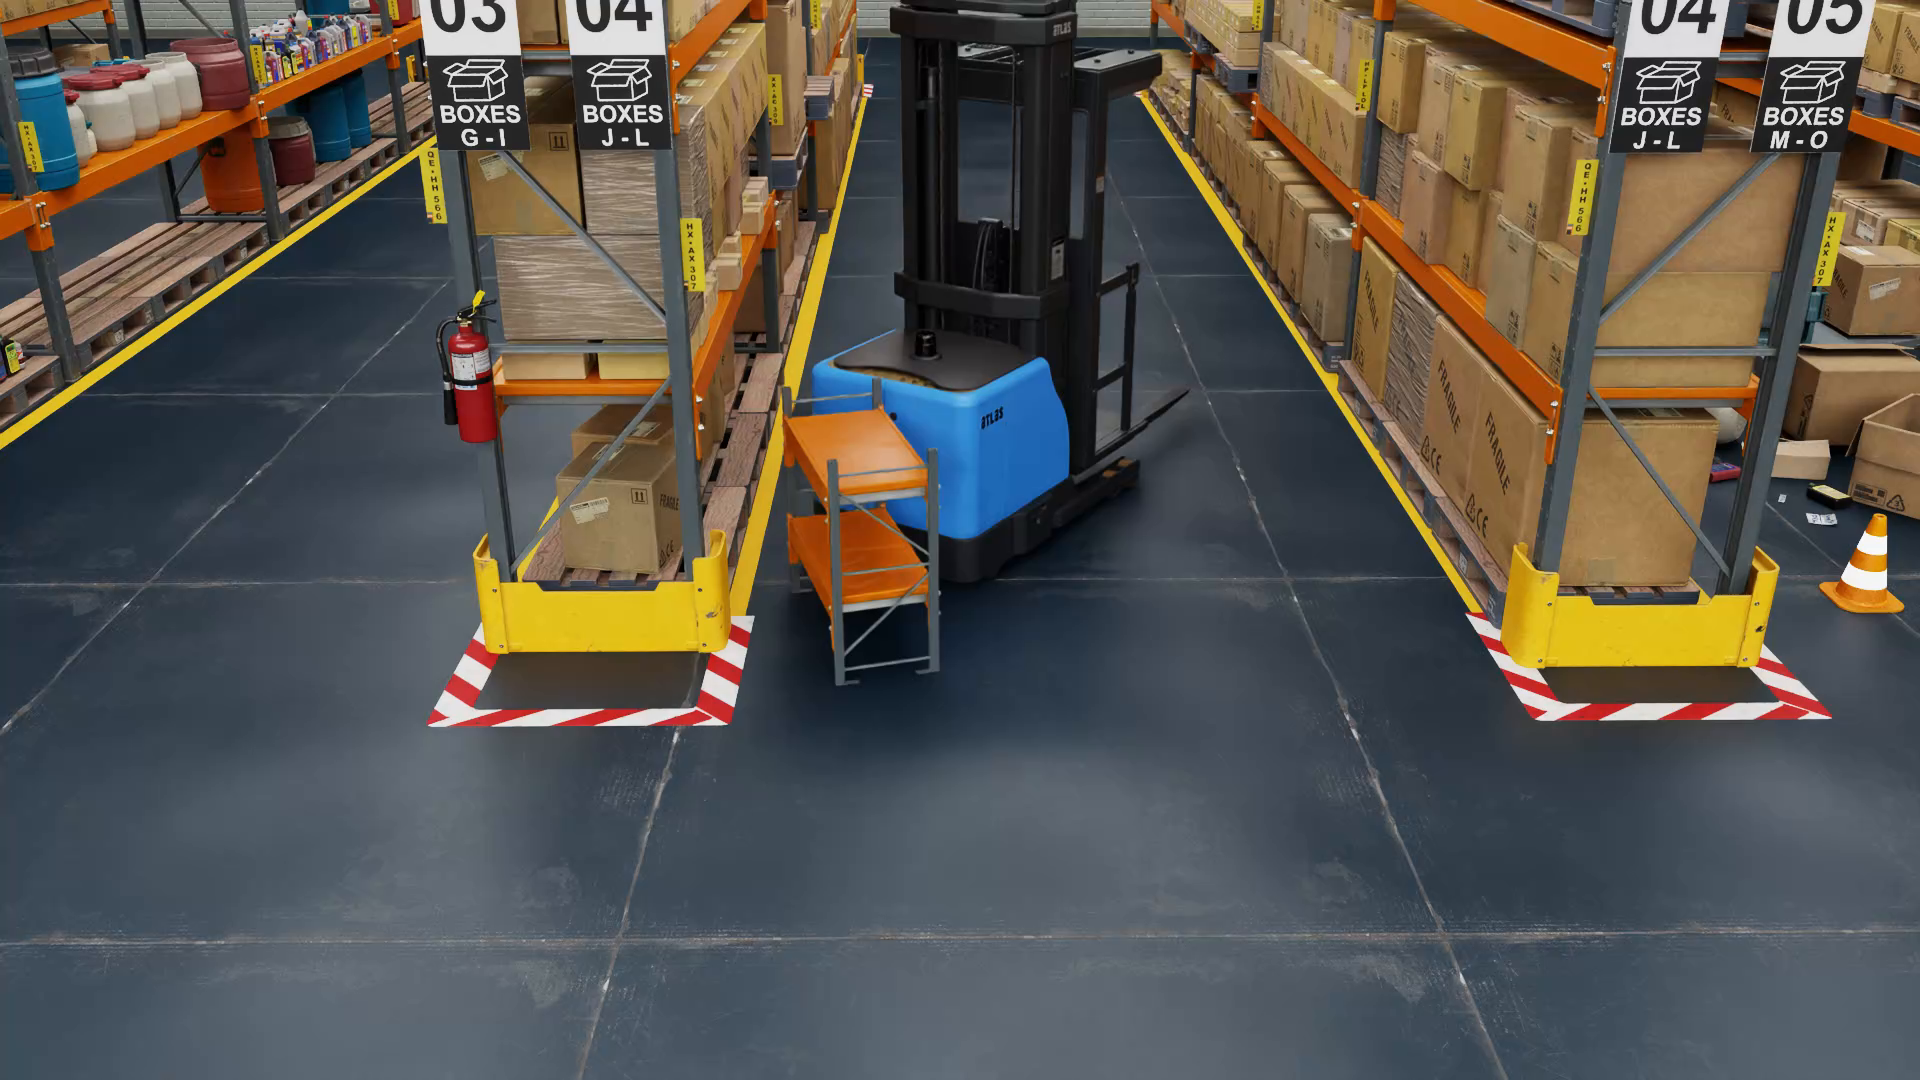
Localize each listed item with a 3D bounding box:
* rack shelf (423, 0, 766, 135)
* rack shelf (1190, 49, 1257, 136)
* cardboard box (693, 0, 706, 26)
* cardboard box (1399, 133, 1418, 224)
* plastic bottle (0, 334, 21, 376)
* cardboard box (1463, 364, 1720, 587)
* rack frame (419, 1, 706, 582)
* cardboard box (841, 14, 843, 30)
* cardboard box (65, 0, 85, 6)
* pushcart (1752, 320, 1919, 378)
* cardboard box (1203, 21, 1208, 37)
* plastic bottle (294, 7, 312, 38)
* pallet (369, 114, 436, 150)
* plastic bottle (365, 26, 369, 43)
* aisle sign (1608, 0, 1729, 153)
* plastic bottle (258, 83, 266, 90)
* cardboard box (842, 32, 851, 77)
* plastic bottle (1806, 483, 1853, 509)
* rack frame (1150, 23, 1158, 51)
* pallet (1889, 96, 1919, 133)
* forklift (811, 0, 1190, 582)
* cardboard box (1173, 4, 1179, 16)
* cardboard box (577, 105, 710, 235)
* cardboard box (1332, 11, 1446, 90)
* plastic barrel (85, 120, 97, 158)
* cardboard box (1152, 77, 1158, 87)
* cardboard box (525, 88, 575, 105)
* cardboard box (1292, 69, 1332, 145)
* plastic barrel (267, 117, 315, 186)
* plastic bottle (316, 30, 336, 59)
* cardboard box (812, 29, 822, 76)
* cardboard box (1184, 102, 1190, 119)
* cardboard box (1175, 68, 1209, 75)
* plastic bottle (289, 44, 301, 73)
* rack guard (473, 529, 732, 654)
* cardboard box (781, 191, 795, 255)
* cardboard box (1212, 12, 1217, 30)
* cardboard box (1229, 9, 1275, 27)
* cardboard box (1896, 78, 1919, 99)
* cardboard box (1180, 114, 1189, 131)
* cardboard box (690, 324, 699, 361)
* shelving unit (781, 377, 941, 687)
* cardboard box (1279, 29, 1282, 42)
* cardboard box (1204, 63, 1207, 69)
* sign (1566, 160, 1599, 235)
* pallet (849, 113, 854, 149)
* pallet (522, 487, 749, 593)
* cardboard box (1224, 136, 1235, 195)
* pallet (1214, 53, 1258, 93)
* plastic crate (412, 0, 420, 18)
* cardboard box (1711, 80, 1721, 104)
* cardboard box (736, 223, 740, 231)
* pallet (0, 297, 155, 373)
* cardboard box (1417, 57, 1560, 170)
[{"bbox_3d":[-1.746,-2.723,8.864,1.077,0.370,4.000,0,24,-1],"label":"rack shelf"},{"bbox_3d":[3.127,-4.634,16.728,1.077,0.370,4.000,0,24,-1],"label":"rack shelf"},{"bbox_3d":[-1.483,-2.571,7.836,0.500,0.250,0.500,-1,24,-2],"label":"cardboard box"},{"bbox_3d":[3.237,-2.179,10.246,0.875,0.550,0.550,0,24,-1],"label":"cardboard box"},{"bbox_3d":[-6.386,-1.252,11.141,0.061,0.283,0.133,1,24,2],"label":"plastic bottle"},{"bbox_3d":[3.163,-0.343,8.438,0.875,0.875,0.875,0,24,0],"label":"cardboard box"},{"bbox_3d":[-1.724,-0.860,7.512,1.000,3.000,0.127,0,24,-1],"label":"rack frame"},{"bbox_3d":[-1.529,-5.922,19.009,0.380,0.149,0.250,-1,24,-2],"label":"cardboard box"},{"bbox_3d":[-11.518,-7.059,21.096,0.500,0.500,0.500,0,24,0],"label":"cardboard box"},{"bbox_3d":[5.862,-1.327,11.727,1.648,0.377,0.936,-9,26,-19],"label":"pushcart"},{"bbox_3d":[2.670,-5.160,16.814,0.380,0.149,0.250,-1,24,-2],"label":"cardboard box"},{"bbox_3d":[-7.128,-5.597,18.045,0.144,0.351,0.185,0,24,-1],"label":"plastic bottle"},{"bbox_3d":[-6.855,-4.815,19.640,1.003,0.211,1.213,0,24,-1],"label":"pallet"},{"bbox_3d":[-6.452,-5.484,17.976,0.097,0.201,0.097,0,24,0],"label":"plastic bottle"},{"bbox_3d":[2.937,-1.995,6.866,0.394,0.787,0.004,0,24,-1],"label":"aisle sign"},{"bbox_3d":[-6.446,-4.258,15.174,0.152,0.276,0.135,0,24,-1],"label":"plastic bottle"},{"bbox_3d":[-1.792,-5.671,20.218,0.875,0.875,0.875,0,24,-1],"label":"cardboard box"},{"bbox_3d":[5.078,-0.266,9.764,0.133,0.061,0.283,-9,26,-19],"label":"plastic bottle"},{"bbox_3d":[3.062,-7.434,22.047,1.000,3.000,0.127,0,24,-1],"label":"rack frame"},{"bbox_3d":[8.160,-3.298,13.136,1.003,0.211,1.213,0,24,-1],"label":"pallet"},{"bbox_3d":[0.418,-1.676,9.398,1.130,2.935,3.031,15,28,29],"label":"forklift"},{"bbox_3d":[2.779,-6.432,20.136,0.380,0.149,0.250,0,24,0],"label":"cardboard box"},{"bbox_3d":[-1.458,-1.725,7.728,0.500,0.500,0.500,0,24,-1],"label":"cardboard box"},{"bbox_3d":[3.169,-3.615,12.268,0.700,0.500,0.500,0,24,0],"label":"cardboard box"},{"bbox_3d":[-6.582,-2.969,12.343,0.301,0.262,0.301,0,24,0],"label":"plastic barrel"},{"bbox_3d":[2.748,-6.109,22.067,0.380,0.149,0.250,0,24,1],"label":"cardboard box"},{"bbox_3d":[-1.989,-1.928,8.178,0.500,0.500,0.500,0,24,-1],"label":"cardboard box"},{"bbox_3d":[2.901,-3.374,12.949,0.500,0.500,0.500,-1,24,-1],"label":"cardboard box"},{"bbox_3d":[-6.799,-3.894,16.636,0.600,0.588,0.708,0,24,-1],"label":"plastic barrel"},{"bbox_3d":[-6.467,-5.056,16.939,0.152,0.276,0.135,0,24,-1],"label":"plastic bottle"},{"bbox_3d":[-1.545,-4.404,15.226,0.500,0.500,0.500,0,24,1],"label":"cardboard box"},{"bbox_3d":[2.784,-4.942,19.126,0.380,0.149,0.250,0,24,0],"label":"cardboard box"},{"bbox_3d":[2.860,-5.735,20.517,0.380,0.149,0.250,0,24,0],"label":"cardboard box"},{"bbox_3d":[-6.429,-4.644,16.035,0.097,0.271,0.097,0,24,0],"label":"plastic bottle"},{"bbox_3d":[-1.725,0.247,8.096,1.175,0.500,0.348,0,24,-1],"label":"rack guard"},{"bbox_3d":[-1.765,-2.714,14.110,0.700,0.500,0.500,-2,24,-5],"label":"cardboard box"},{"bbox_3d":[2.672,-5.083,16.283,0.380,0.149,0.250,0,24,1],"label":"cardboard box"},{"bbox_3d":[2.685,-4.789,15.271,0.380,0.149,0.250,-1,24,-1],"label":"cardboard box"},{"bbox_3d":[7.905,-3.701,13.589,0.380,0.149,0.250,1,24,3],"label":"cardboard box"},{"bbox_3d":[2.761,-4.838,19.257,0.380,0.149,0.250,0,24,0],"label":"cardboard box"},{"bbox_3d":[-1.473,-0.967,8.054,0.380,0.149,0.250,0,24,-1],"label":"cardboard box"},{"bbox_3d":[-0.488,-0.065,8.030,0.538,1.125,1.048,-7,25,-15],"label":"shelving unit"},{"bbox_3d":[3.330,-4.946,16.341,0.380,0.149,0.250,0,24,0],"label":"cardboard box"},{"bbox_3d":[3.336,-6.063,21.244,0.380,0.149,0.250,-1,24,-3],"label":"cardboard box"},{"bbox_3d":[2.694,-1.480,7.189,0.100,0.325,0.005,0,24,-1],"label":"sign"},{"bbox_3d":[-1.785,-4.848,19.713,1.003,0.211,1.213,0,24,-1],"label":"pallet"},{"bbox_3d":[-1.699,0.044,8.896,1.003,0.211,1.213,0,24,-1],"label":"pallet"},{"bbox_3d":[2.879,-3.674,16.257,0.500,0.500,0.500,1,24,2],"label":"cardboard box"},{"bbox_3d":[3.035,-4.343,15.446,1.213,0.211,1.003,0,24,-1],"label":"pallet"},{"bbox_3d":[-6.640,-6.386,19.801,0.437,0.282,0.530,0,24,-1],"label":"plastic crate"},{"bbox_3d":[8.159,-4.445,17.508,0.875,0.875,0.875,0,24,1],"label":"cardboard box"},{"bbox_3d":[-1.508,-1.791,9.876,0.380,0.149,0.250,0,24,-1],"label":"cardboard box"},{"bbox_3d":[-6.768,-1.539,12.397,1.003,0.211,1.213,0,24,-1],"label":"pallet"},{"bbox_3d":[3.153,-2.448,9.530,0.875,0.550,0.550,0,24,-1],"label":"cardboard box"}]
